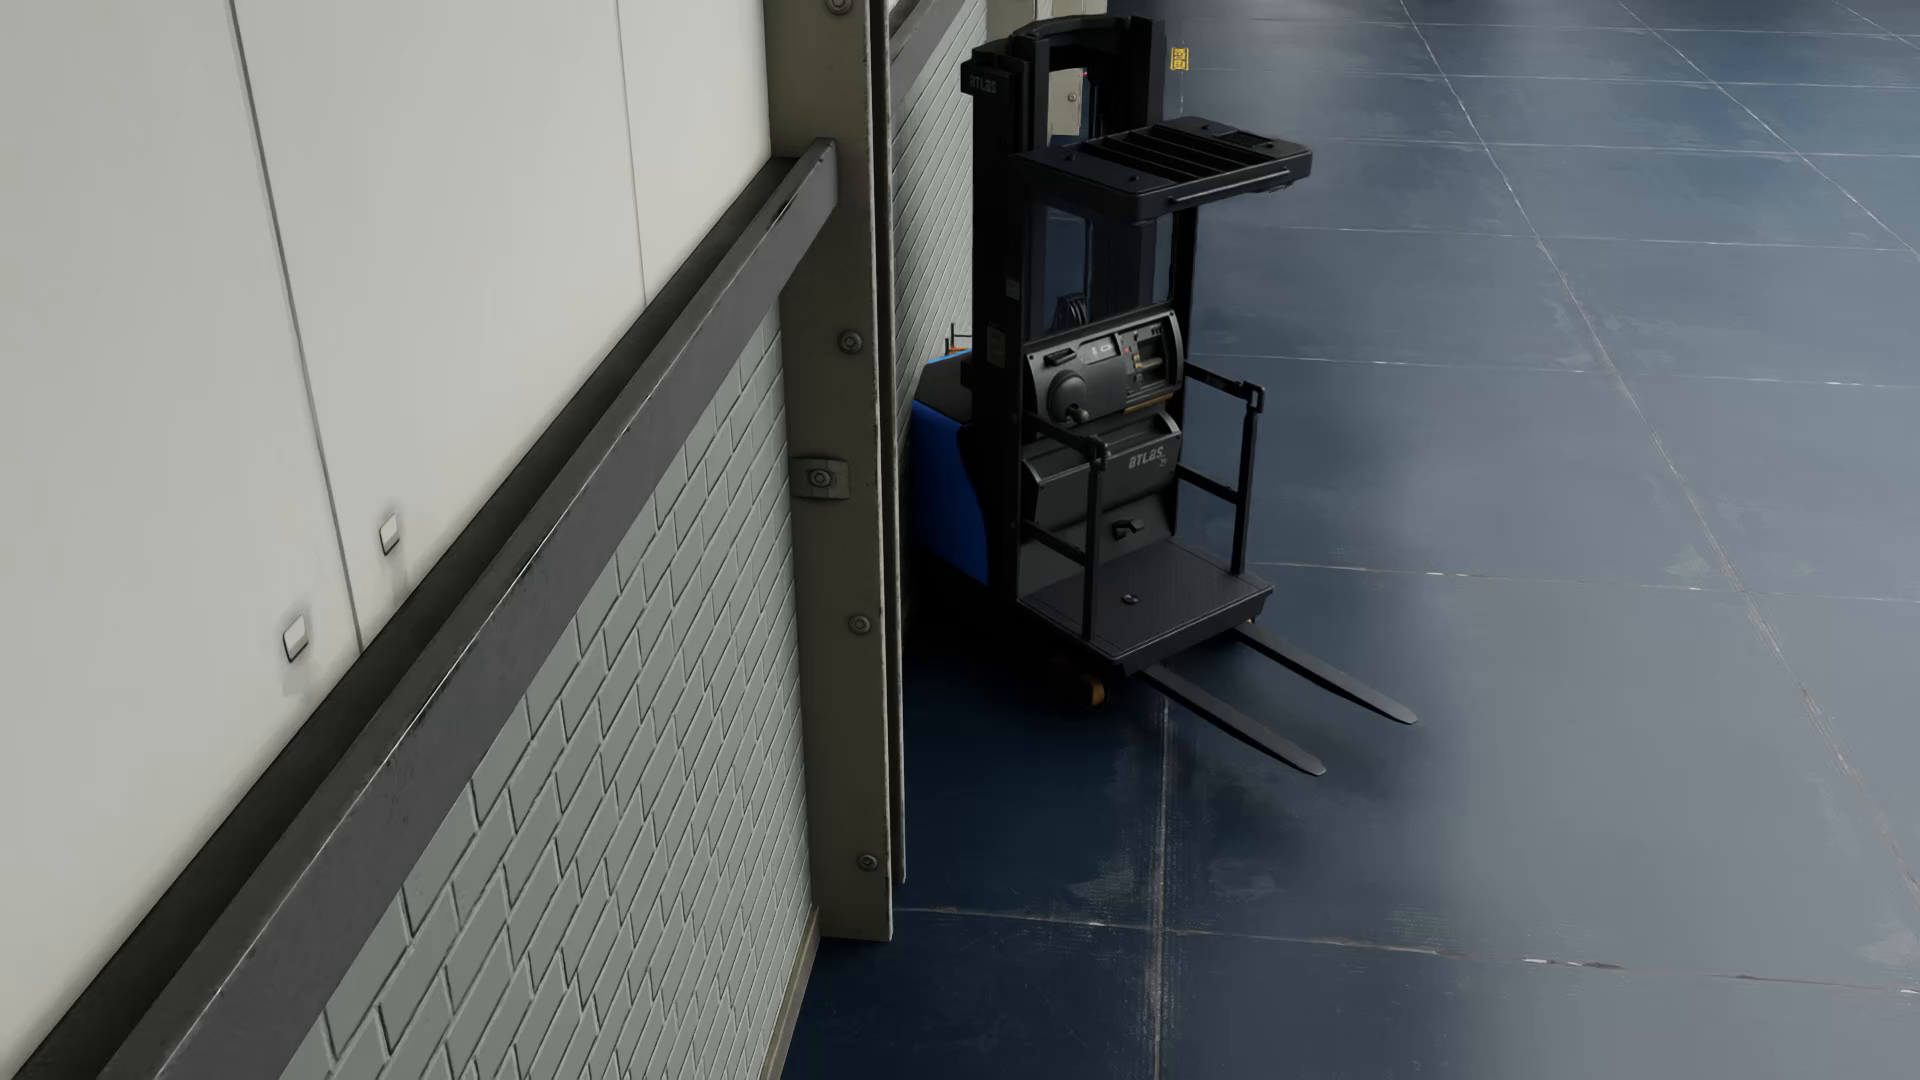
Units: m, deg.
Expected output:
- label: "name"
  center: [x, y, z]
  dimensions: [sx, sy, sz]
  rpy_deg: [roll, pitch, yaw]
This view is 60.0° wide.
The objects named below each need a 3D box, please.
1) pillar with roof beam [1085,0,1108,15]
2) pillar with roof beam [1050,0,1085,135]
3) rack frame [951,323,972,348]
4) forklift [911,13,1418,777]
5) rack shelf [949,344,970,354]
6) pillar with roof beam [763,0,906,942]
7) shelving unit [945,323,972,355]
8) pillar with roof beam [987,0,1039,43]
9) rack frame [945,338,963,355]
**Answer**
- label: "pillar with roof beam"
  center: [6.082, -10.744, 19.704]
  dimensions: [9.100, 9.000, 0.400]
  rpy_deg: [3, 28, 6]
- label: "pillar with roof beam"
  center: [5.347, -7.919, 14.462]
  dimensions: [9.100, 9.000, 0.400]
  rpy_deg: [3, 28, 6]
- label: "rack frame"
  center: [0.050, -0.735, 9.505]
  dimensions: [0.200, 1.050, 0.008]
  rpy_deg: [3, 27, 6]
- label: "forklift"
  center: [0.814, -0.768, 7.586]
  dimensions: [1.130, 2.935, 3.031]
  rpy_deg: [-21, 35, -33]
- label: "rack shelf"
  center: [0.035, -0.925, 9.275]
  dimensions: [0.215, 0.259, 0.240]
  rpy_deg: [3, 27, 6]
- label: "pillar with roof beam"
  center: [3.876, -2.271, 3.977]
  dimensions: [9.100, 9.000, 0.400]
  rpy_deg: [3, 28, 6]
- label: "shelving unit"
  center: [0.036, -0.681, 9.397]
  dimensions: [0.215, 1.050, 0.252]
  rpy_deg: [3, 27, 6]
- label: "pillar with roof beam"
  center: [4.612, -5.095, 9.219]
  dimensions: [9.100, 9.000, 0.400]
  rpy_deg: [3, 28, 6]
- label: "rack frame"
  center: [0.022, -0.627, 9.288]
  dimensions: [0.200, 1.050, 0.008]
  rpy_deg: [3, 27, 6]
